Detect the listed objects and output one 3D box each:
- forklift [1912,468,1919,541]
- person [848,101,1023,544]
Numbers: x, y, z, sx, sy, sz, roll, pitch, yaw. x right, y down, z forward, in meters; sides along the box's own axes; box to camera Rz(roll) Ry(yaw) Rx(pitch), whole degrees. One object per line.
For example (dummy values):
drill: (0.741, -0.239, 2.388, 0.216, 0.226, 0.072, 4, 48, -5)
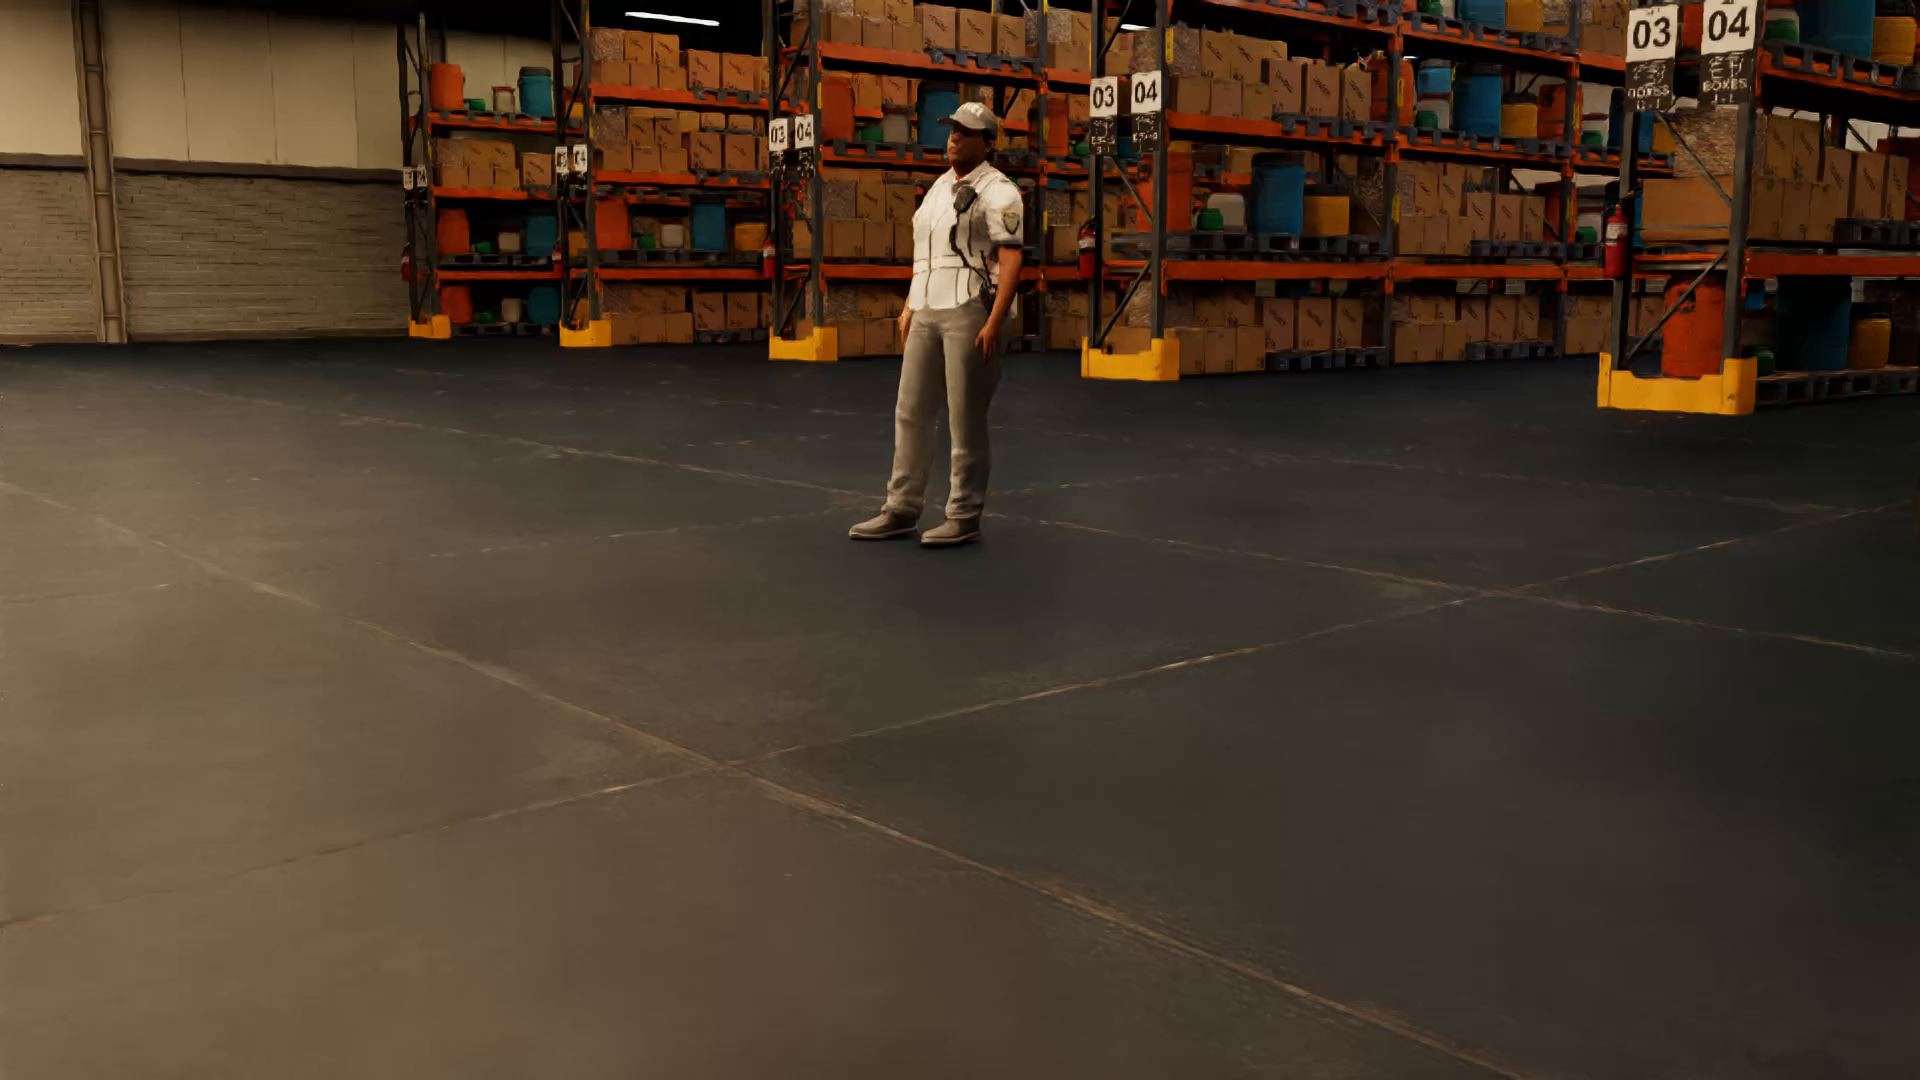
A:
forklift: (4.468, -1.471, 6.461, 1.130, 2.935, 3.031, 5, 10, 29)
person: (-0.073, -0.826, 6.378, 0.529, 1.669, 0.598, -8, 12, -40)
